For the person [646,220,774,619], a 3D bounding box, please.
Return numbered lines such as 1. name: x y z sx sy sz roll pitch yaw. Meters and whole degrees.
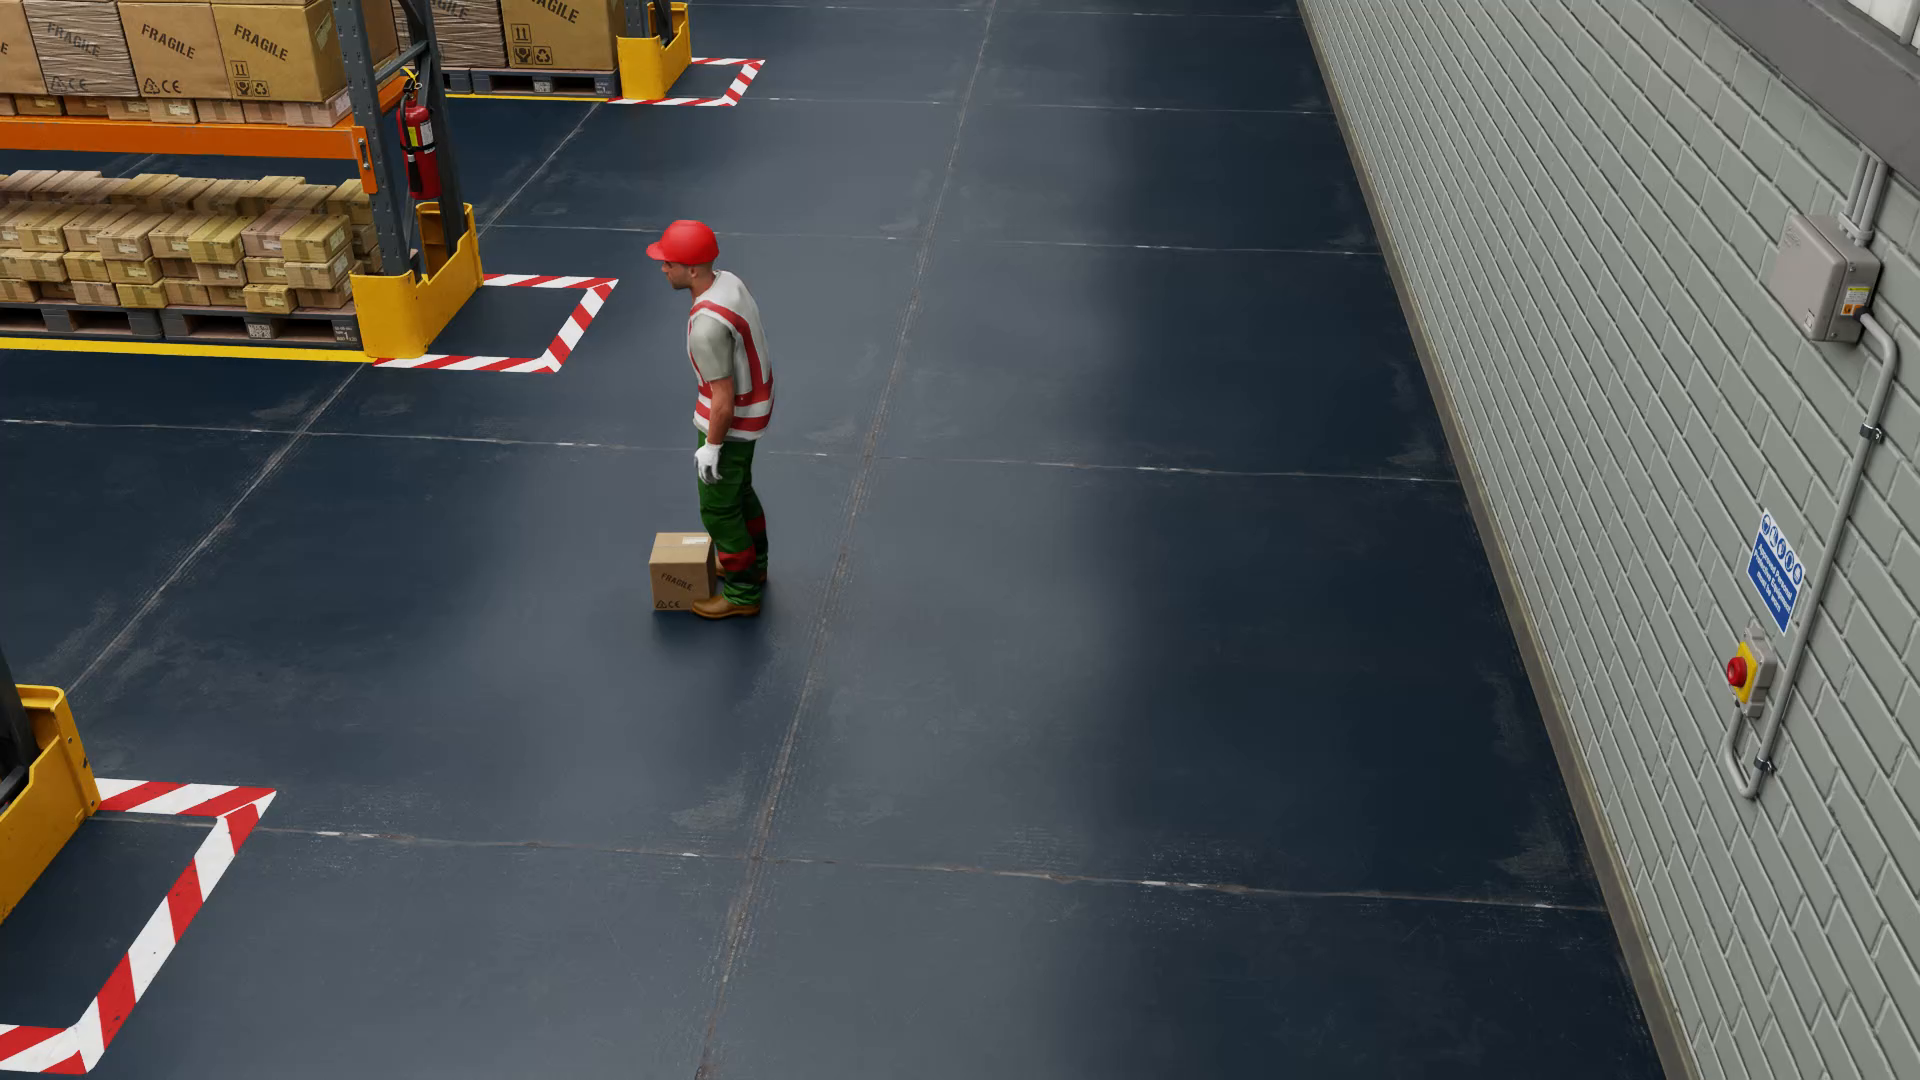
1. person: -0.998 -0.491 6.918 0.453 1.778 0.616 1 32 1
